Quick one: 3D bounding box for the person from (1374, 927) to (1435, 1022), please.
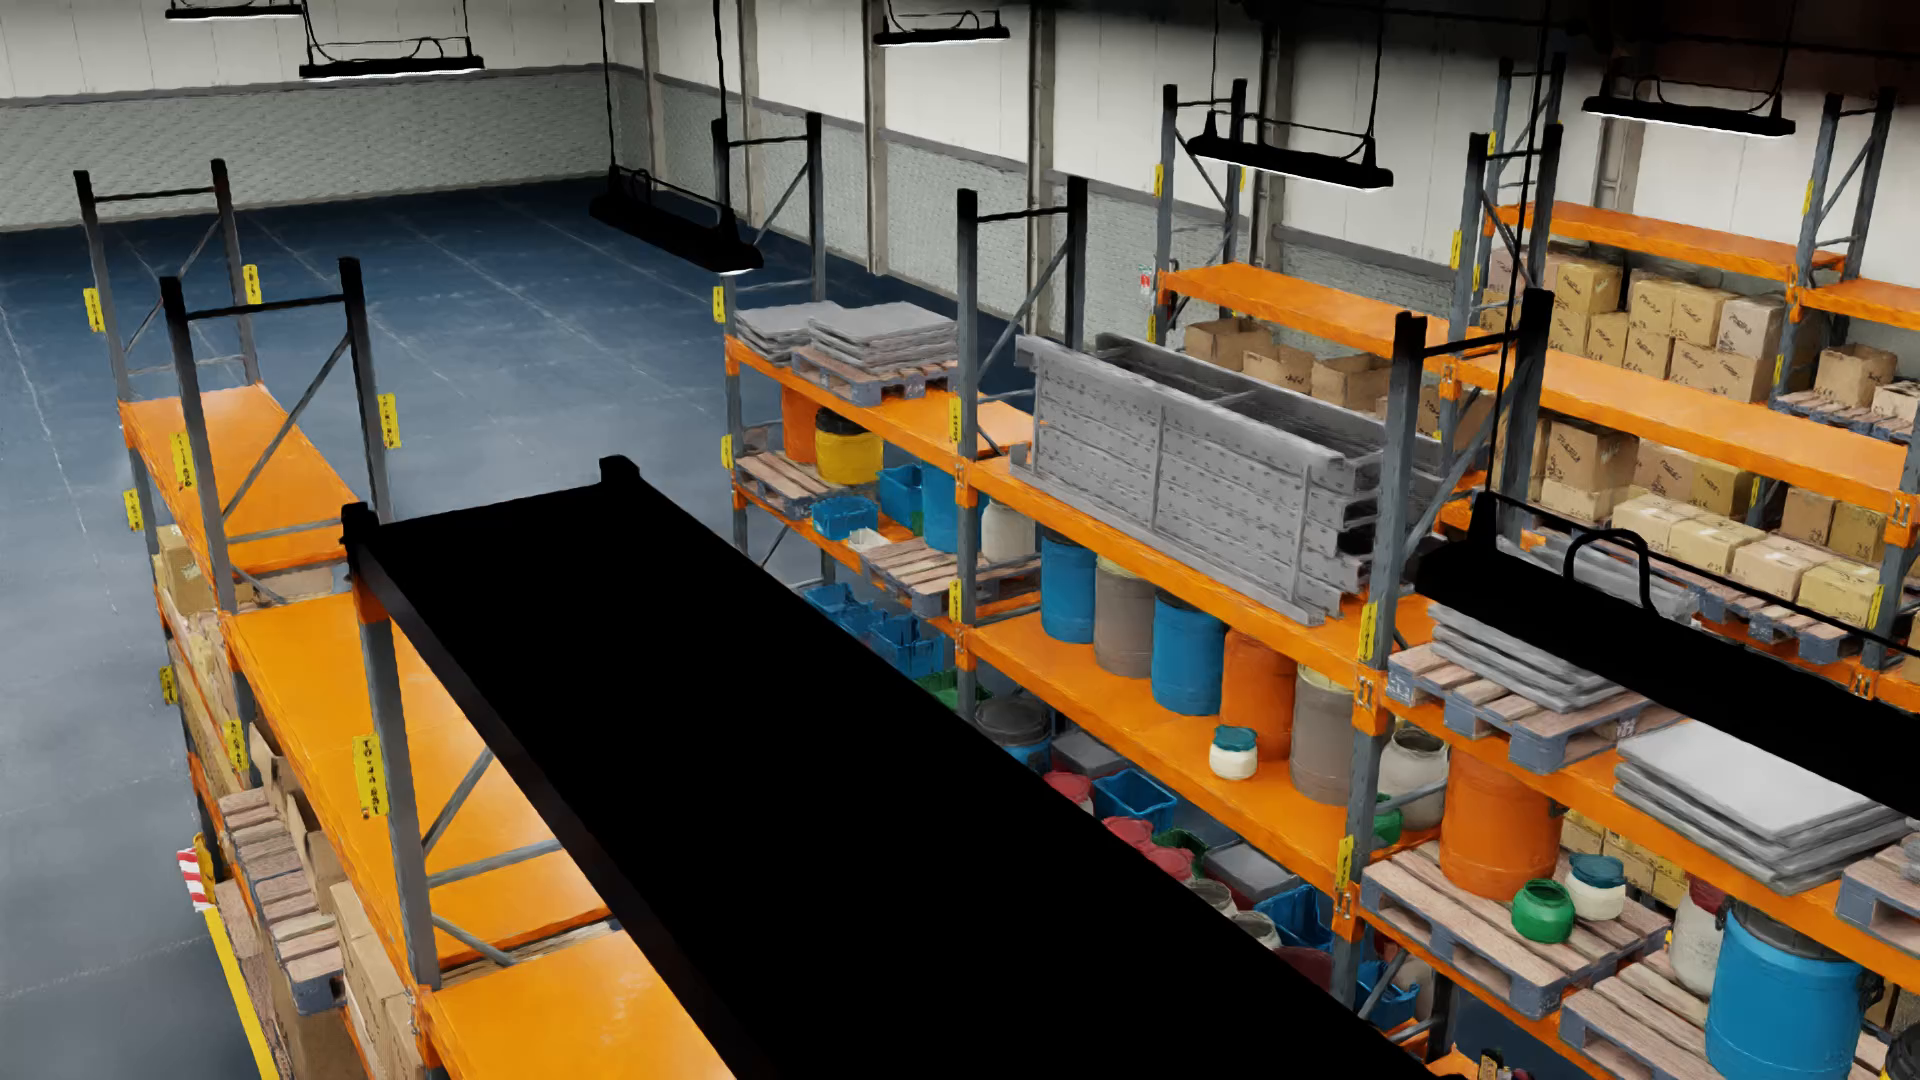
[{"bbox_3d":[3.097,2.979,11.740,0.542,1.626,1.126,-12,25,-27],"label":"person"}]
